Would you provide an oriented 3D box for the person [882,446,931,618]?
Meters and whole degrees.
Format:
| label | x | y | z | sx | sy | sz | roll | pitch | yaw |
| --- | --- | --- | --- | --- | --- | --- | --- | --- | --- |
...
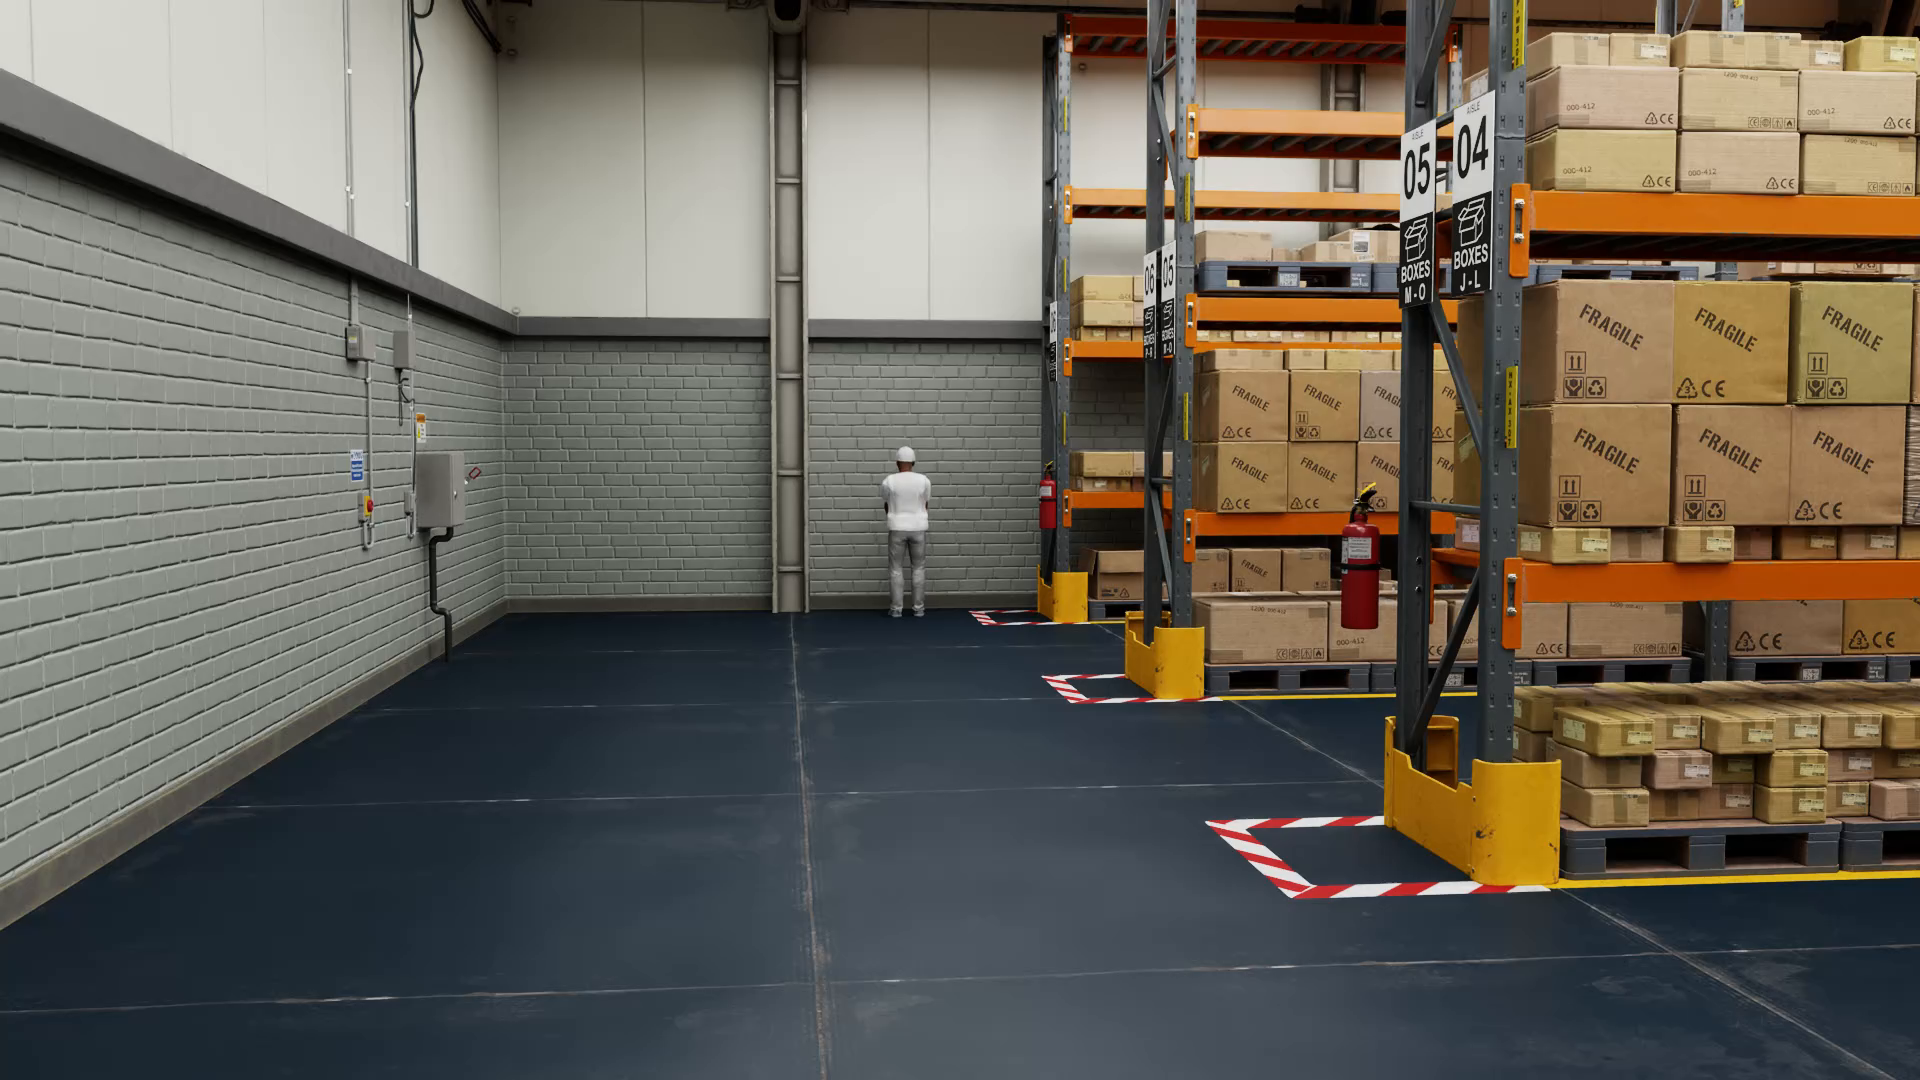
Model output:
| label | x | y | z | sx | sy | sz | roll | pitch | yaw |
| --- | --- | --- | --- | --- | --- | --- | --- | --- | --- |
| person | -0.564 | -0.092 | 17.209 | 0.503 | 1.760 | 0.587 | 0 | 3 | -5 |
